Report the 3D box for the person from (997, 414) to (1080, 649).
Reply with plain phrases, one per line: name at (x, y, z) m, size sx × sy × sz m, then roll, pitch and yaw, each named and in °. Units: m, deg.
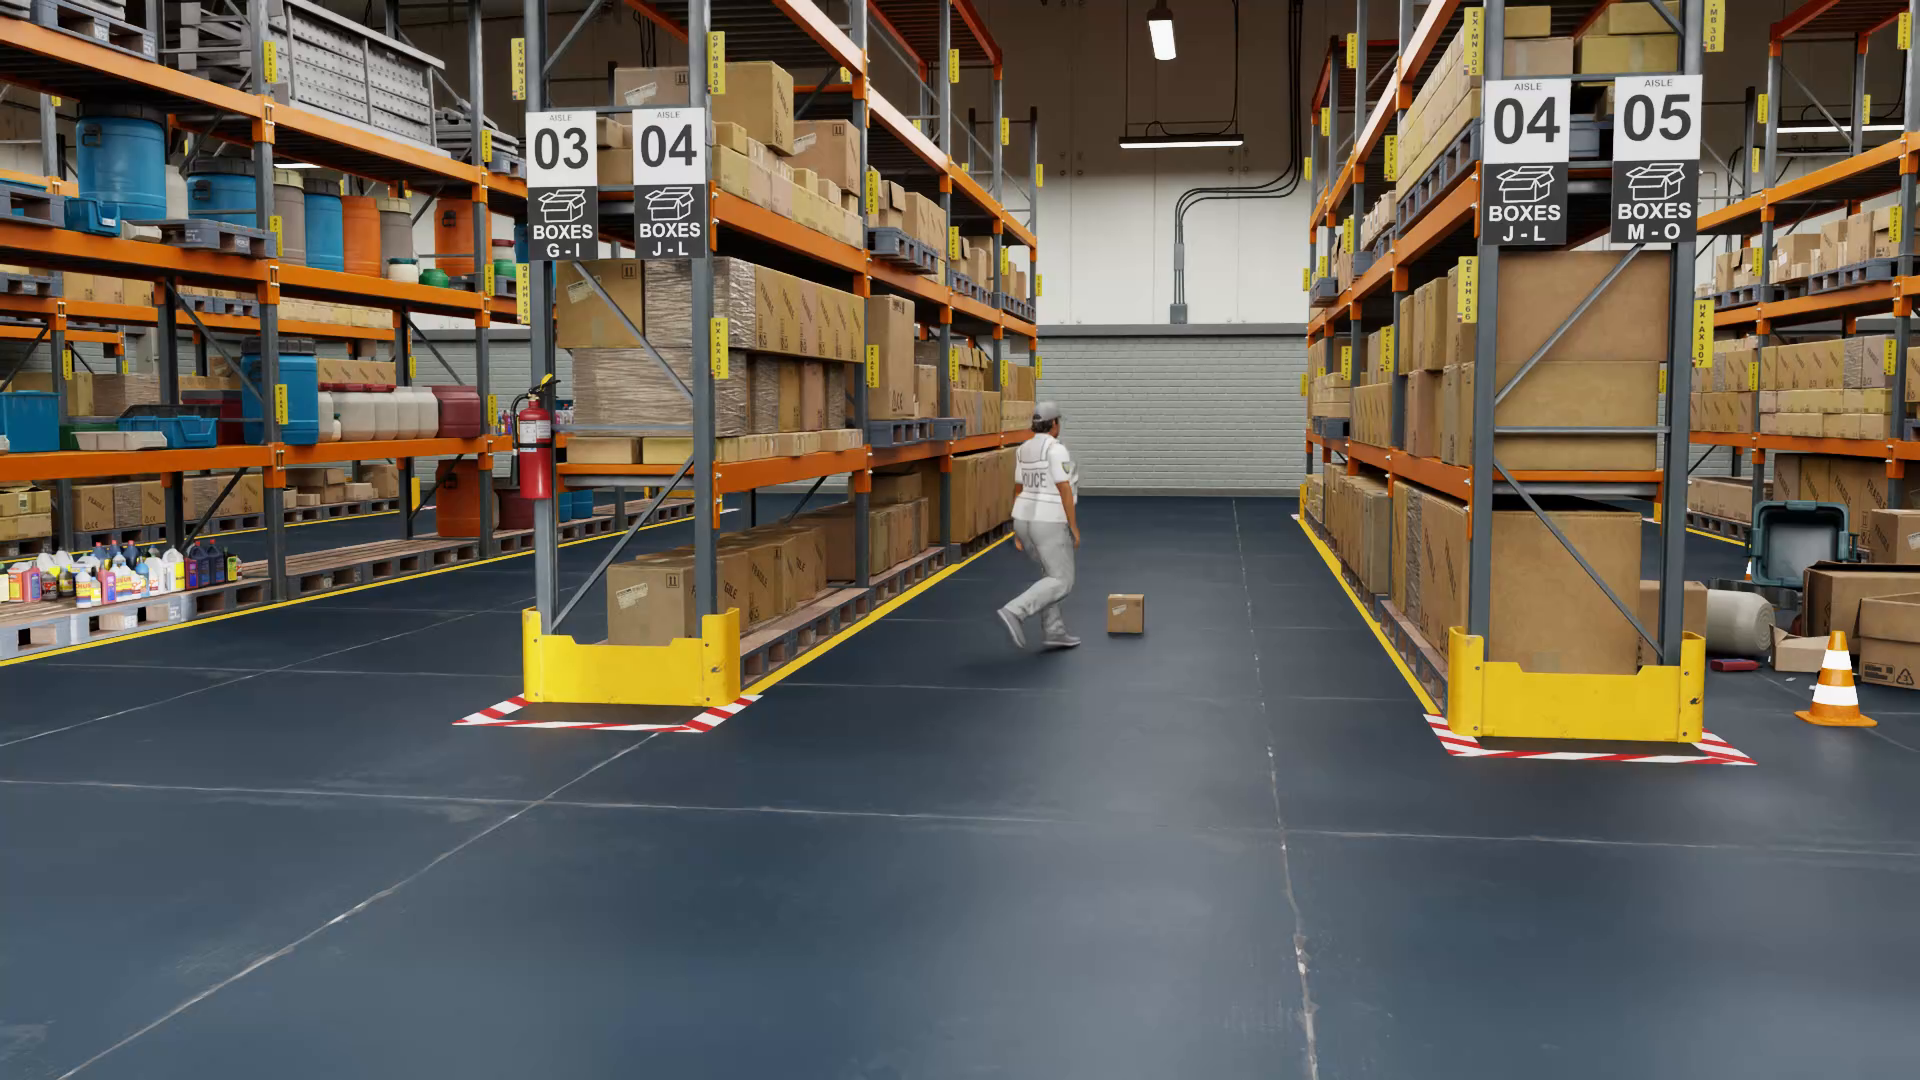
person at (0.511, -0.082, 10.979) m, size 0.769 × 1.628 × 0.499 m, roll -3°, pitch 5°, yaw -33°
